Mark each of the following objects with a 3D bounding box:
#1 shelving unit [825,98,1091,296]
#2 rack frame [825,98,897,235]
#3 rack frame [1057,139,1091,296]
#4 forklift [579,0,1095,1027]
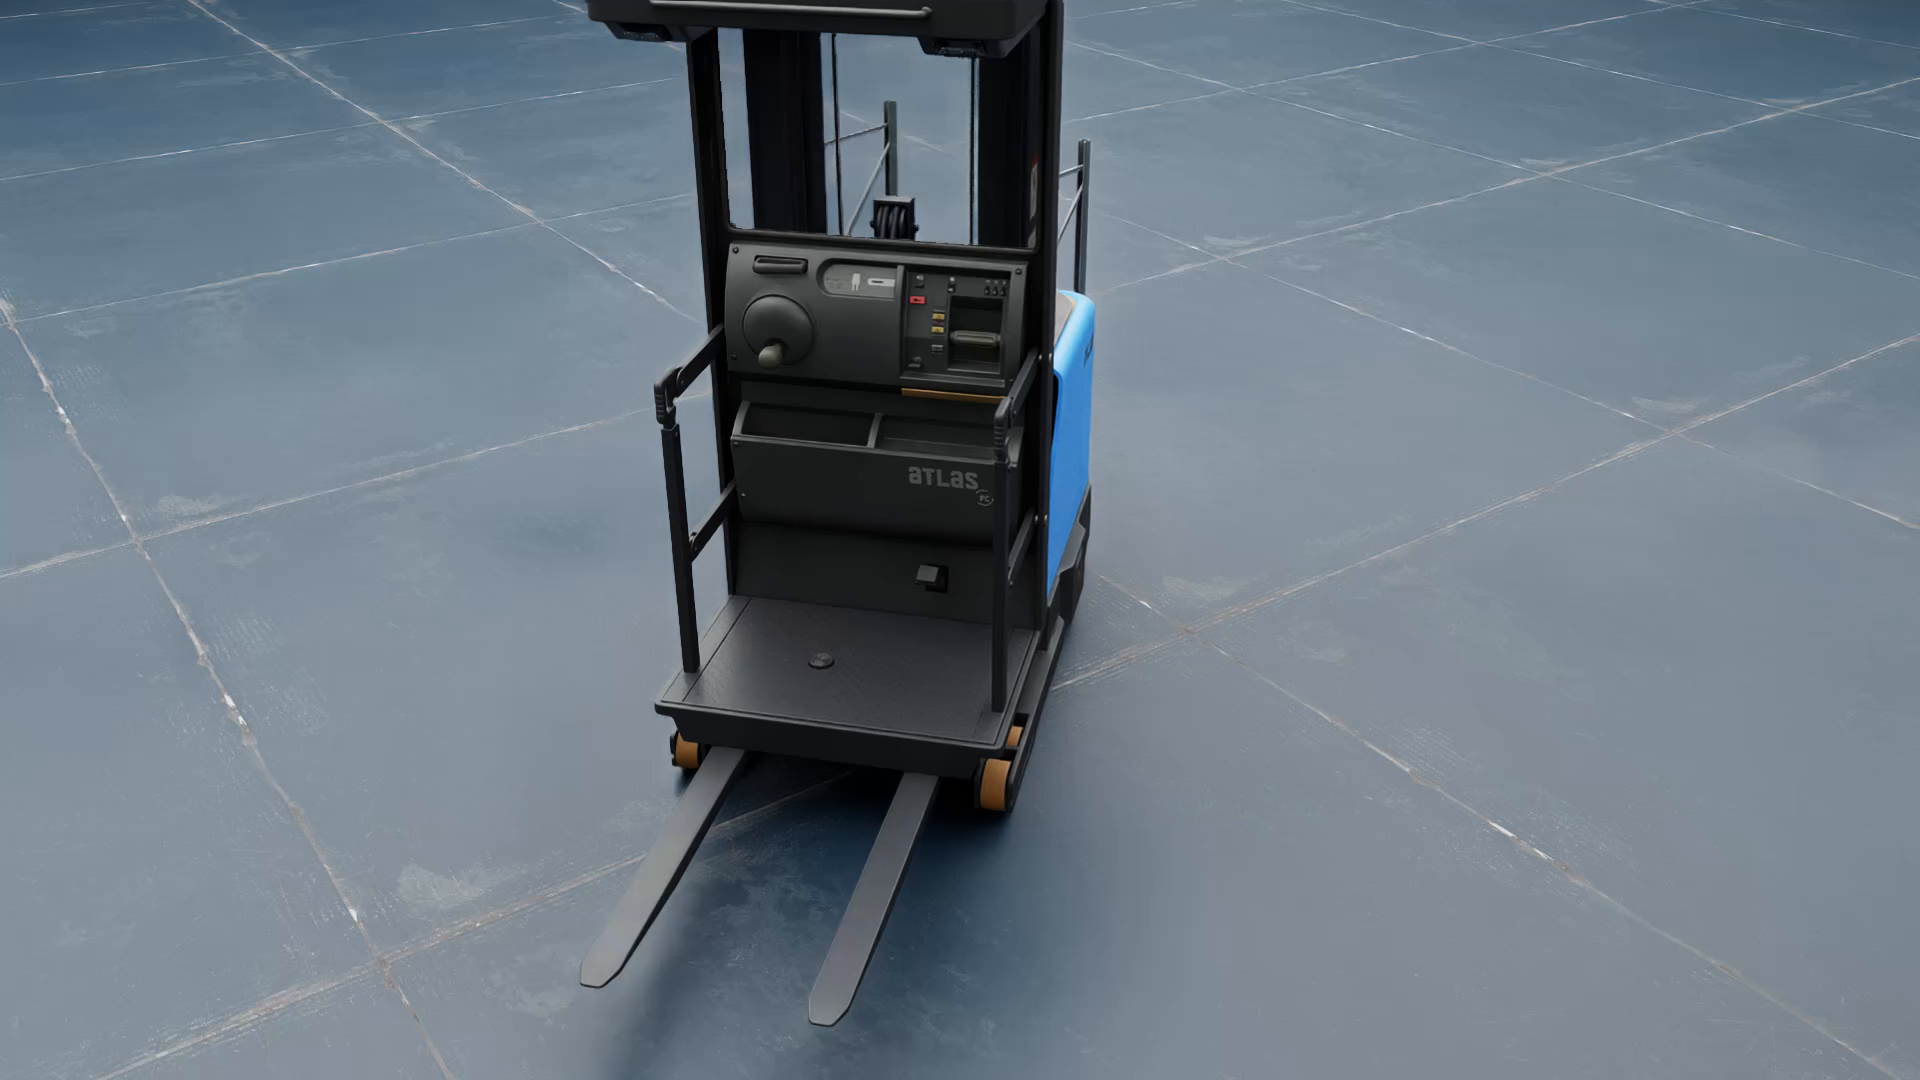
[{"bbox_3d":[-0.053,-0.967,6.959,1.048,1.500,0.538,22,35,34],"label":"shelving unit"},{"bbox_3d":[-0.444,-1.122,7.244,0.032,1.500,0.500,22,35,34],"label":"rack frame"},{"bbox_3d":[0.339,-0.812,6.675,0.032,1.500,0.500,22,35,34],"label":"rack frame"},{"bbox_3d":[-0.307,-0.637,4.853,1.130,2.935,3.031,6,29,11],"label":"forklift"}]
